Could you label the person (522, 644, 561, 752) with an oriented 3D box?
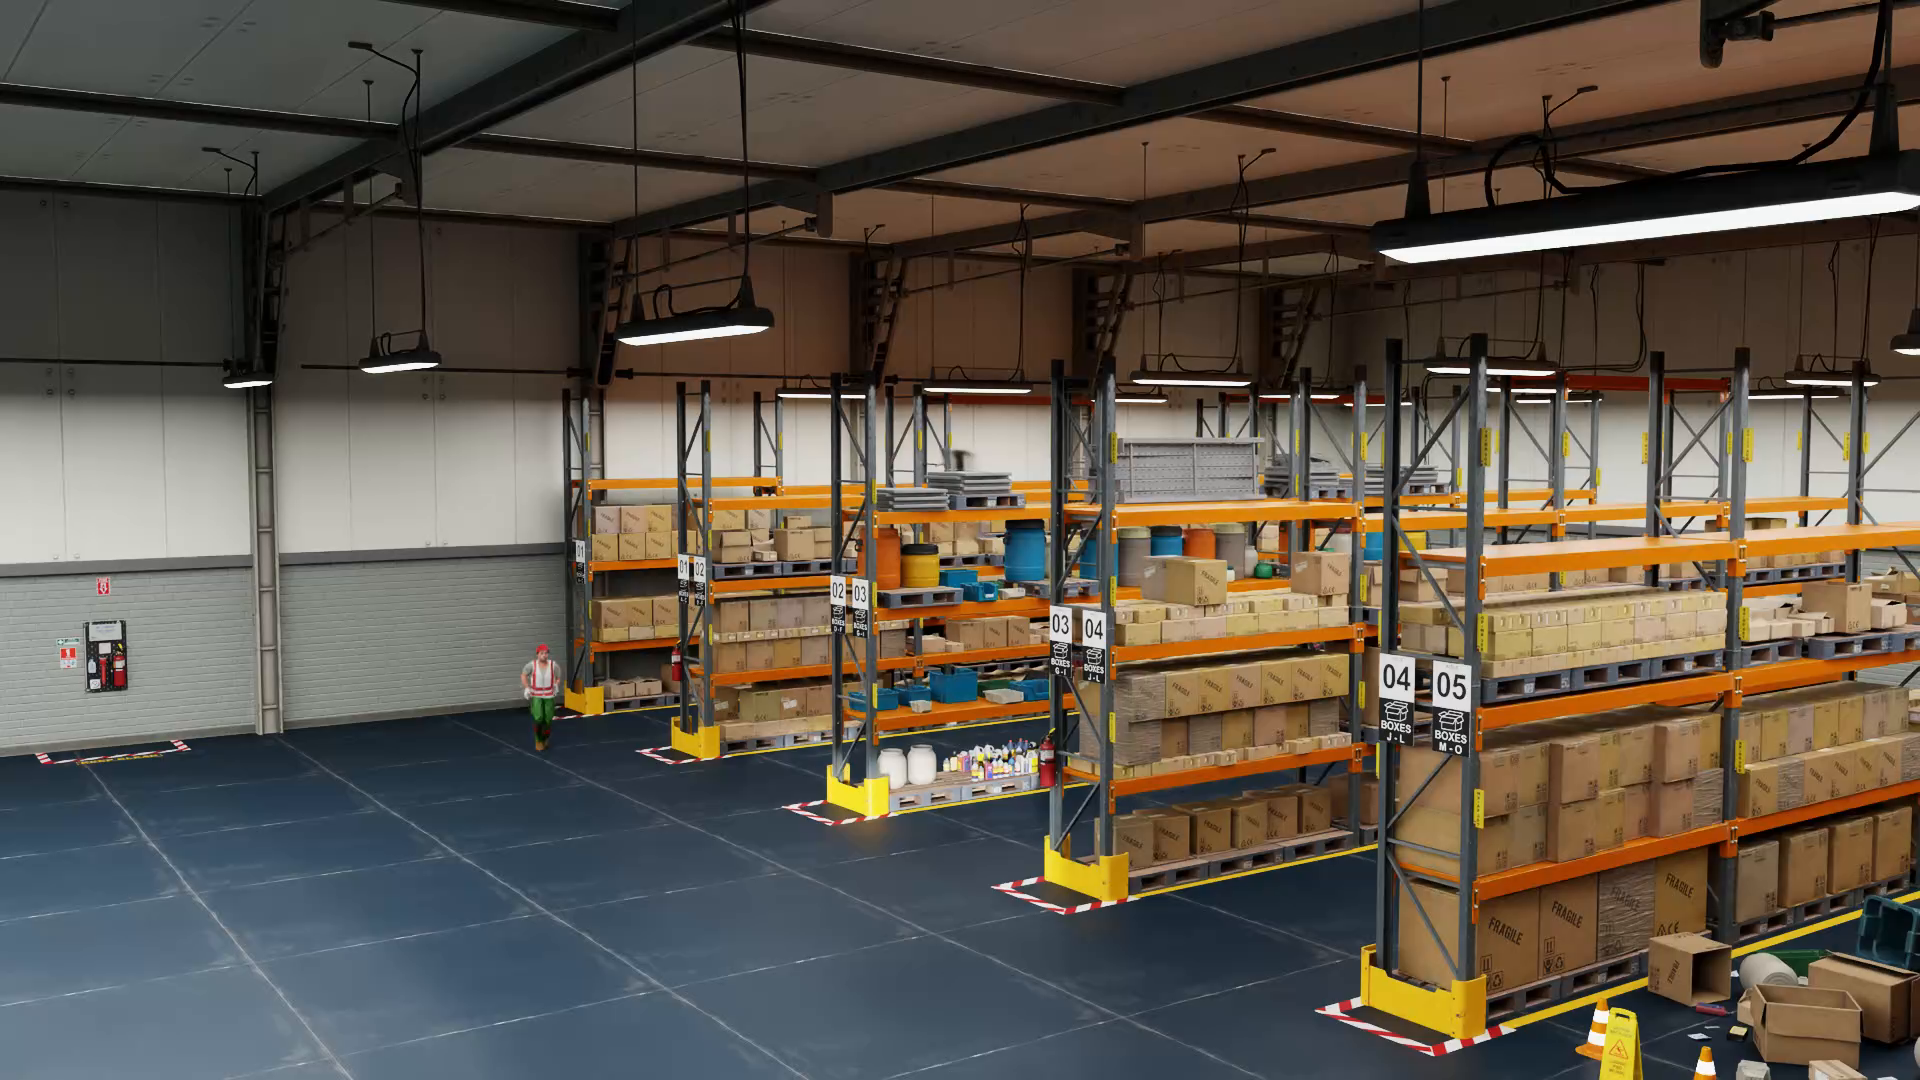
[{"bbox_3d":[-6.779,2.566,26.990,0.614,1.772,0.774,-1,4,-20],"label":"person"}]
